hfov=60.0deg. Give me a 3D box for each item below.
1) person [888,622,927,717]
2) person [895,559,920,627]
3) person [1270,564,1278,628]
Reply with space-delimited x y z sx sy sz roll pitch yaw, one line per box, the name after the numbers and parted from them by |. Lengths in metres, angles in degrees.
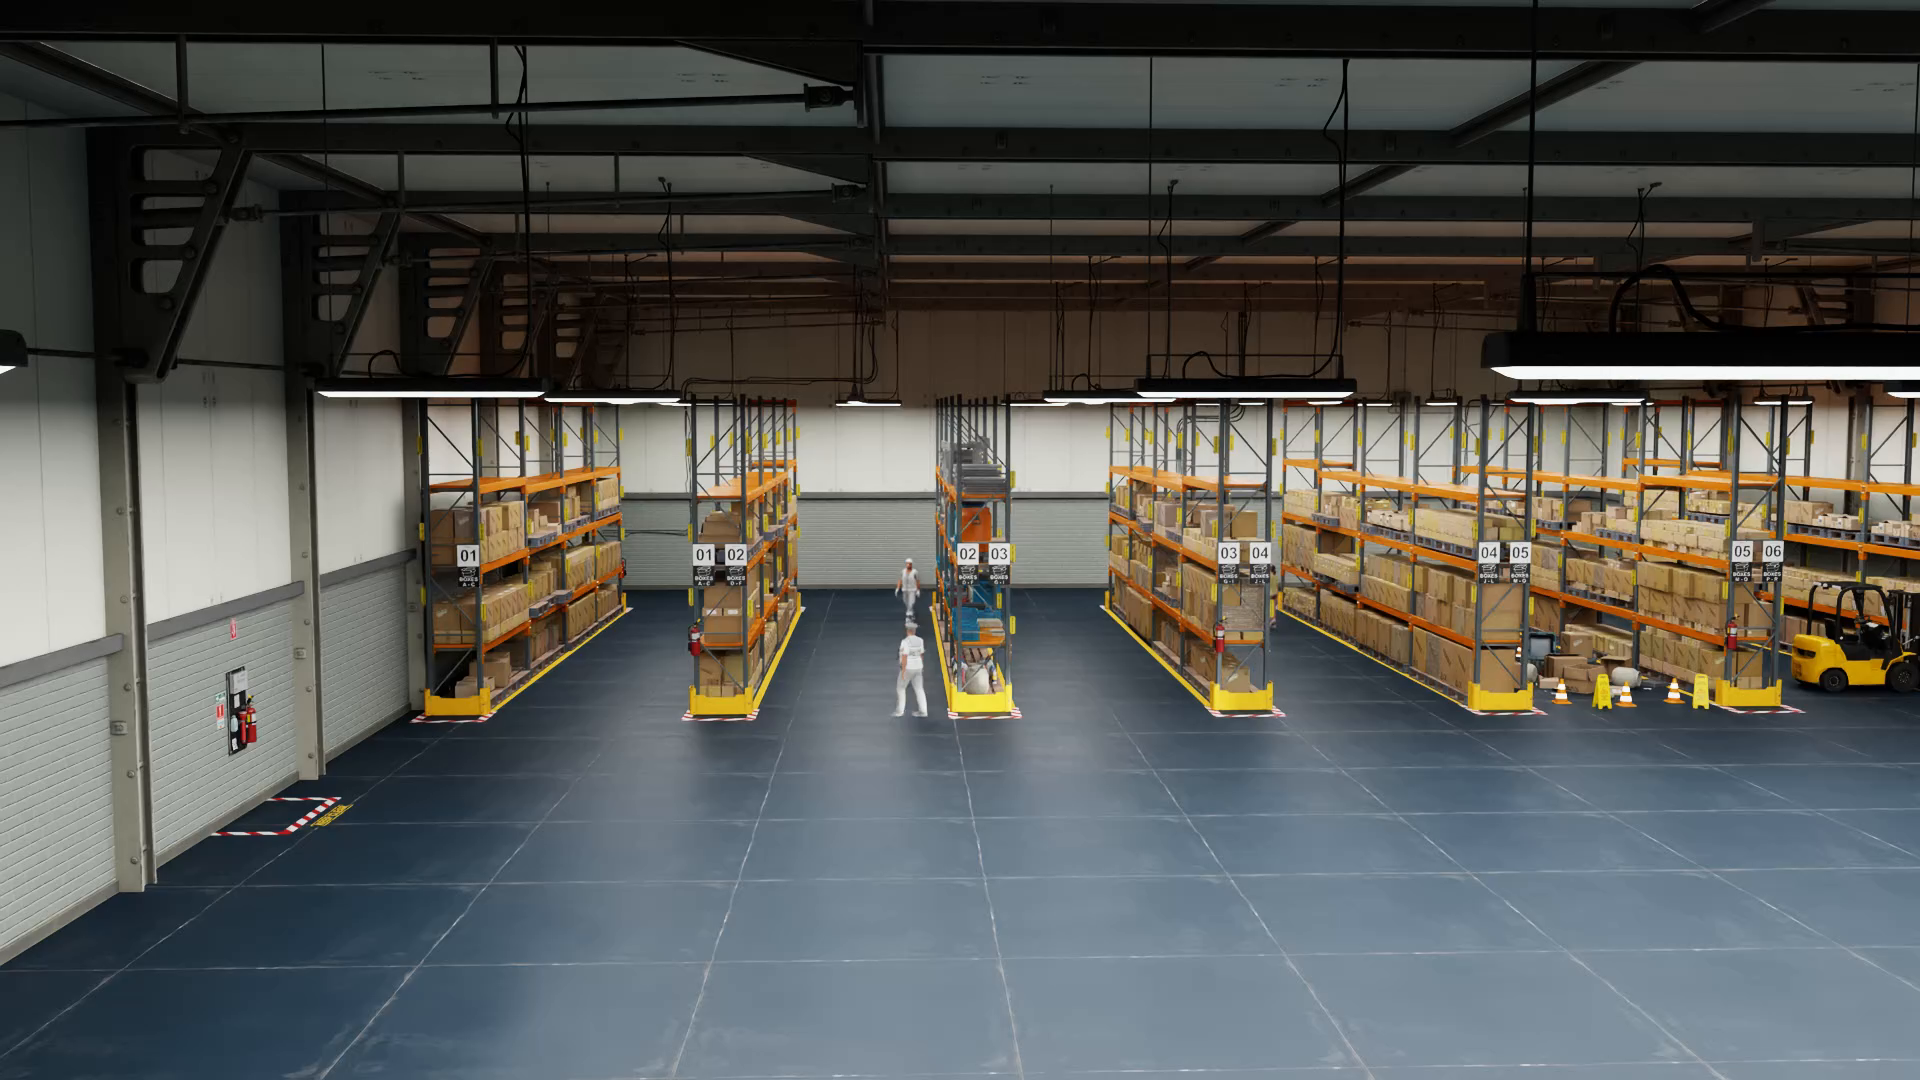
-0.913 2.435 30.994 0.624 1.794 0.694 -4 6 -43 | person
-1.390 1.369 43.928 0.535 1.749 0.951 2 5 25 | person
8.156 1.466 43.502 0.487 1.670 0.461 -4 6 -43 | person
